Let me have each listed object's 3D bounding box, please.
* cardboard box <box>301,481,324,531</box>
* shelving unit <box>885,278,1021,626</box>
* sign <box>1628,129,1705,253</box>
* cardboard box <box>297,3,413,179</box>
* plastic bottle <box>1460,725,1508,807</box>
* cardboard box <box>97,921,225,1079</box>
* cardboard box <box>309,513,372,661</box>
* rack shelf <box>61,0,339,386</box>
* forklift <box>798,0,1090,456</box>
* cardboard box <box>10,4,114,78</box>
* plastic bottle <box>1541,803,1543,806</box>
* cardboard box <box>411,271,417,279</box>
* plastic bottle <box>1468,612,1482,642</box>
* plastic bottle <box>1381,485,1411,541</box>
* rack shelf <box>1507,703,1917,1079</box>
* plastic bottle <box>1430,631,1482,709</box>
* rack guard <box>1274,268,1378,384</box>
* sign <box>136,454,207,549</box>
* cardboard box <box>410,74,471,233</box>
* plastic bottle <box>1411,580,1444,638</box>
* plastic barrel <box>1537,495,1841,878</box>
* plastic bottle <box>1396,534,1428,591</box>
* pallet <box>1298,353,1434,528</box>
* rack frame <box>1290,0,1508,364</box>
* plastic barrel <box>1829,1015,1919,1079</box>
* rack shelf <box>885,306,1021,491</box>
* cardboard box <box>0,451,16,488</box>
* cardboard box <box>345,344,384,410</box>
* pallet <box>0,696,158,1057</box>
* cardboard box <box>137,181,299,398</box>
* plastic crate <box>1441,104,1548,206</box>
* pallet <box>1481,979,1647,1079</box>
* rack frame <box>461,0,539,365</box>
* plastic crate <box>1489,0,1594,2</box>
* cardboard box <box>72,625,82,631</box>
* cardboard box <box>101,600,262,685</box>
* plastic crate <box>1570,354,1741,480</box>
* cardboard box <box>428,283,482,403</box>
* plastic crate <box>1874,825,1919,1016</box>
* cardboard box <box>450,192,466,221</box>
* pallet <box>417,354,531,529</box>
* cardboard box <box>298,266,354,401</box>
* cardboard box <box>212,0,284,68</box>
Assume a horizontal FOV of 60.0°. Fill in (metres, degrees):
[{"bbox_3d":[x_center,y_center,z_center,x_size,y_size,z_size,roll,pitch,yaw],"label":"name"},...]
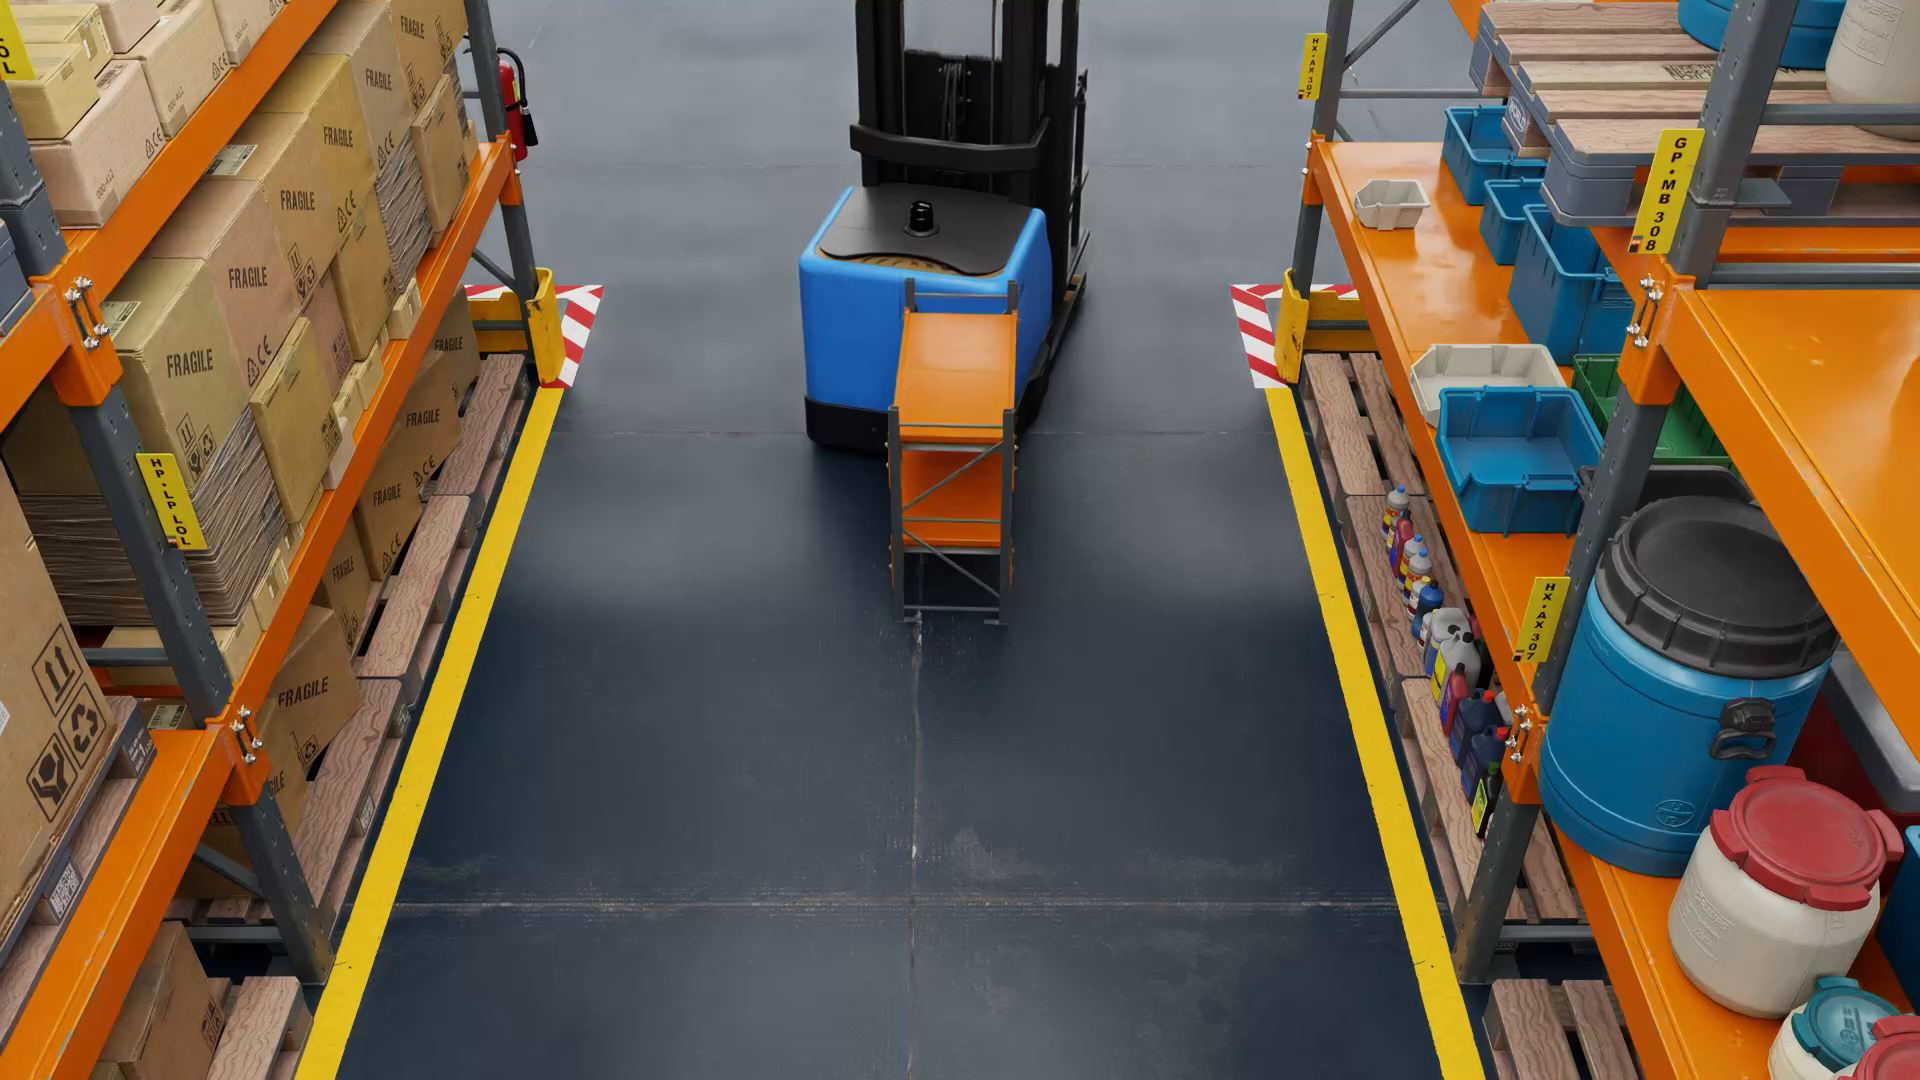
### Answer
[{"bbox_3d":[-2.437,-0.154,5.744,0.380,0.149,0.250,0,39,0],"label":"cardboard box"},{"bbox_3d":[-0.015,-0.397,7.346,0.538,1.125,1.048,1,39,2],"label":"shelving unit"},{"bbox_3d":[1.690,-0.832,3.984,0.100,0.325,0.005,0,39,0],"label":"sign"},{"bbox_3d":[-2.465,-1.726,6.387,0.500,0.500,0.500,0,39,0],"label":"cardboard box"},{"bbox_3d":[1.952,0.808,6.110,0.144,0.351,0.185,-1,39,-1],"label":"plastic bottle"},{"bbox_3d":[-2.733,1.540,5.077,0.700,0.500,0.500,-3,39,-4],"label":"cardboard box"},{"bbox_3d":[-2.760,0.167,6.806,0.500,0.500,0.500,-3,39,-4],"label":"cardboard box"},{"bbox_3d":[-2.715,-1.789,5.760,1.077,0.370,4.000,0,39,0],"label":"rack shelf"},{"bbox_3d":[0.092,-2.418,8.423,1.130,2.935,3.031,9,40,11],"label":"forklift"},{"bbox_3d":[-2.473,-1.286,4.358,0.380,0.149,0.250,-2,39,-2],"label":"cardboard box"},{"bbox_3d":[2.096,0.808,6.110,0.144,0.351,0.185,0,39,0],"label":"plastic bottle"},{"bbox_3d":[-2.492,-1.092,6.915,0.380,0.149,0.250,0,39,0],"label":"cardboard box"},{"bbox_3d":[2.061,0.410,6.660,0.061,0.283,0.133,0,39,0],"label":"plastic bottle"},{"bbox_3d":[1.926,-0.126,7.339,0.097,0.271,0.097,0,39,0],"label":"plastic bottle"},{"bbox_3d":[2.243,1.880,3.581,1.077,0.370,4.000,0,39,0],"label":"rack shelf"},{"bbox_3d":[1.951,0.486,6.512,0.144,0.351,0.185,0,39,0],"label":"plastic bottle"},{"bbox_3d":[2.283,-1.130,8.761,1.175,0.500,0.348,0,39,0],"label":"rack guard"},{"bbox_3d":[-2.157,-0.103,4.554,0.100,0.325,0.005,0,39,0],"label":"sign"},{"bbox_3d":[-2.623,-1.648,7.090,0.875,0.500,0.500,0,39,0],"label":"cardboard box"},{"bbox_3d":[1.927,0.278,6.835,0.097,0.271,0.097,0,39,0],"label":"plastic bottle"},{"bbox_3d":[1.938,0.394,4.458,0.600,0.901,0.708,0,39,0],"label":"plastic barrel"},{"bbox_3d":[1.927,0.088,7.071,0.097,0.271,0.097,0,39,0],"label":"plastic bottle"},{"bbox_3d":[2.279,-0.509,8.217,1.003,0.211,1.213,0,39,0],"label":"pallet"},{"bbox_3d":[2.236,-2.153,8.038,1.000,3.000,0.127,0,39,0],"label":"rack frame"},{"bbox_3d":[2.023,1.352,3.555,0.433,0.535,0.433,0,39,0],"label":"plastic barrel"},{"bbox_3d":[-0.015,-0.625,7.163,0.538,0.278,1.000,1,39,2],"label":"rack shelf"},{"bbox_3d":[-2.988,-0.475,4.826,0.500,0.500,0.500,0,39,0],"label":"cardboard box"},{"bbox_3d":[-2.427,-0.623,6.329,0.380,0.149,0.250,0,39,0],"label":"cardboard box"},{"bbox_3d":[-2.857,0.905,4.376,1.003,0.211,1.213,0,39,0],"label":"pallet"},{"bbox_3d":[-2.461,-0.788,5.217,0.500,0.500,0.500,0,39,0],"label":"cardboard box"},{"bbox_3d":[2.536,-1.782,7.694,0.499,0.251,0.616,0,39,0],"label":"plastic crate"},{"bbox_3d":[2.280,1.927,5.176,1.003,0.211,1.213,0,39,0],"label":"pallet"},{"bbox_3d":[-2.717,-2.150,8.034,1.000,3.000,0.127,0,39,0],"label":"rack frame"},{"bbox_3d":[1.834,-1.723,5.313,0.243,0.136,0.396,0,39,0],"label":"plastic crate"},{"bbox_3d":[-2.997,0.159,5.353,0.380,0.149,0.250,0,39,0],"label":"cardboard box"},{"bbox_3d":[-2.412,0.315,5.159,0.380,0.149,0.250,0,39,0],"label":"cardboard box"},{"bbox_3d":[2.521,-0.418,6.043,0.450,0.188,0.662,0,39,0],"label":"plastic crate"},{"bbox_3d":[-2.733,-0.947,8.197,0.500,0.500,0.500,7,39,8],"label":"cardboard box"},{"bbox_3d":[2.553,1.044,4.061,0.392,0.384,0.575,0,39,0],"label":"plastic crate"},{"bbox_3d":[-2.459,-1.561,7.500,0.380,0.149,0.250,0,39,0],"label":"cardboard box"},{"bbox_3d":[-2.751,-0.506,8.212,1.003,0.211,1.213,0,39,0],"label":"pallet"},{"bbox_3d":[-2.718,-0.710,5.919,0.875,0.500,0.500,0,39,0],"label":"cardboard box"},{"bbox_3d":[-2.452,-1.683,5.173,0.500,0.250,0.500,-1,39,-2],"label":"cardboard box"}]
